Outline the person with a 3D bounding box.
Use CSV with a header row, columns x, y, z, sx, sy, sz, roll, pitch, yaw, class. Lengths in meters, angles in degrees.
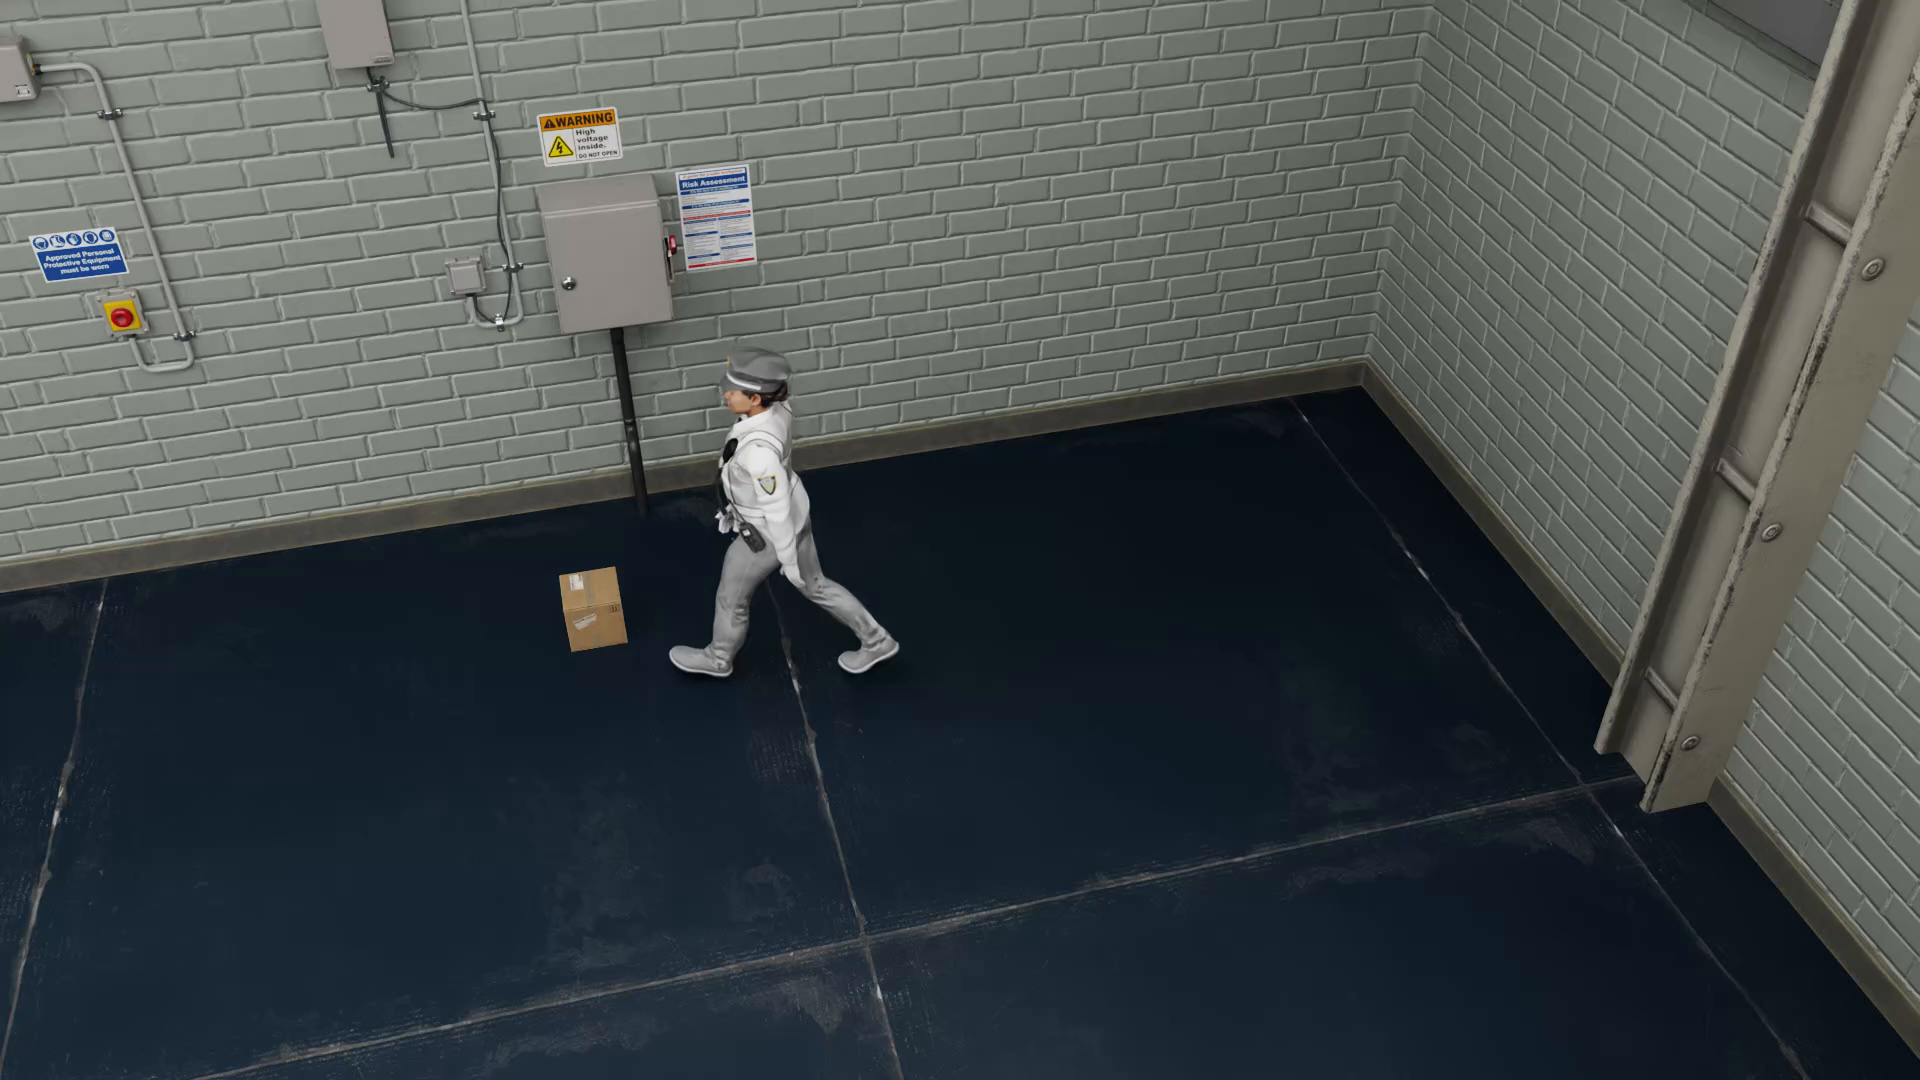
x,y,z,sx,sy,sz,roll,pitch,yaw,class
-0.770,0.031,6.852,1.005,1.402,0.471,6,39,8,person
